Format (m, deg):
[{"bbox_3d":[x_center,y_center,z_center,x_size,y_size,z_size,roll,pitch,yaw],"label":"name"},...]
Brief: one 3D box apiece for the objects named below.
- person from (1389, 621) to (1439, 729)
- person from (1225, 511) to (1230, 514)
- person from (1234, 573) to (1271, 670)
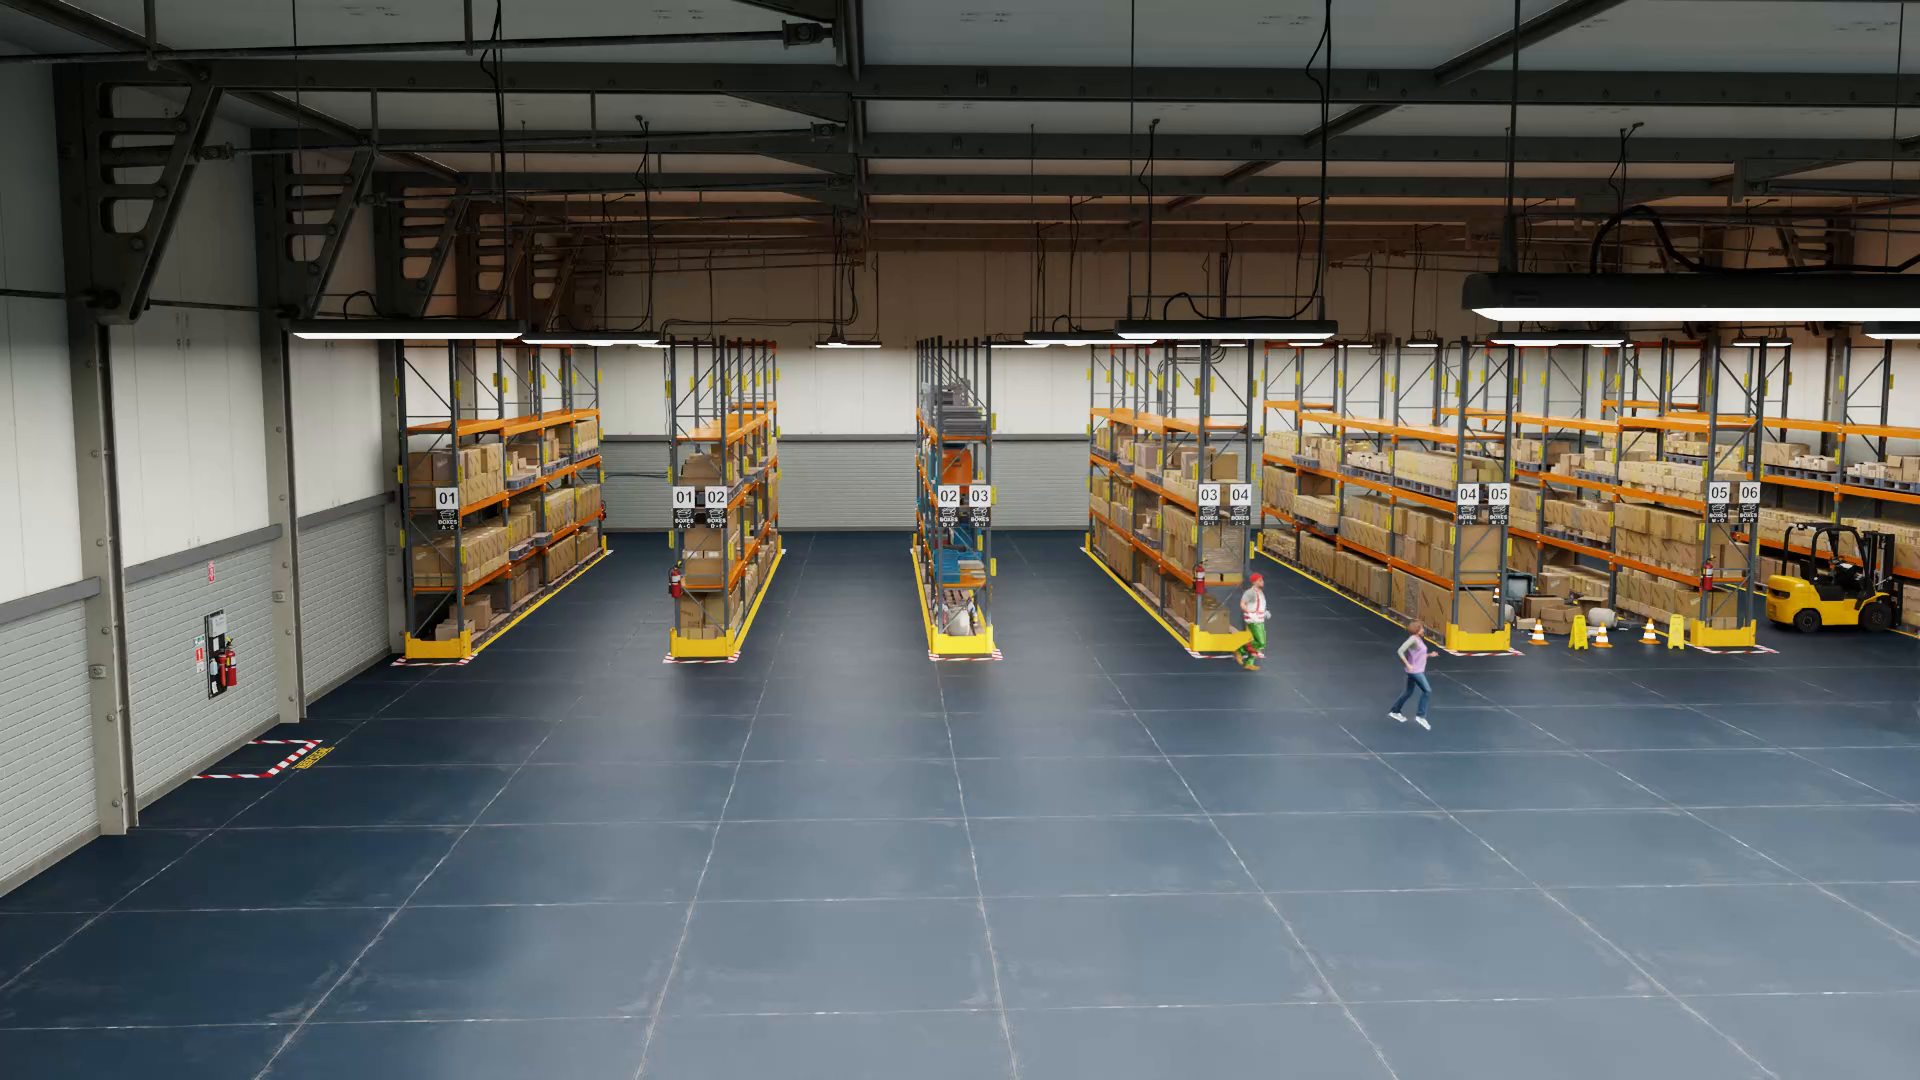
[{"bbox_3d":[6.937,2.050,25.388,0.717,1.646,0.505,2,7,18],"label":"person"},{"bbox_3d":[7.384,-0.483,47.341,0.775,1.676,0.756,3,7,22],"label":"person"},{"bbox_3d":[5.301,1.461,29.982,0.558,1.736,0.677,4,8,32],"label":"person"}]
